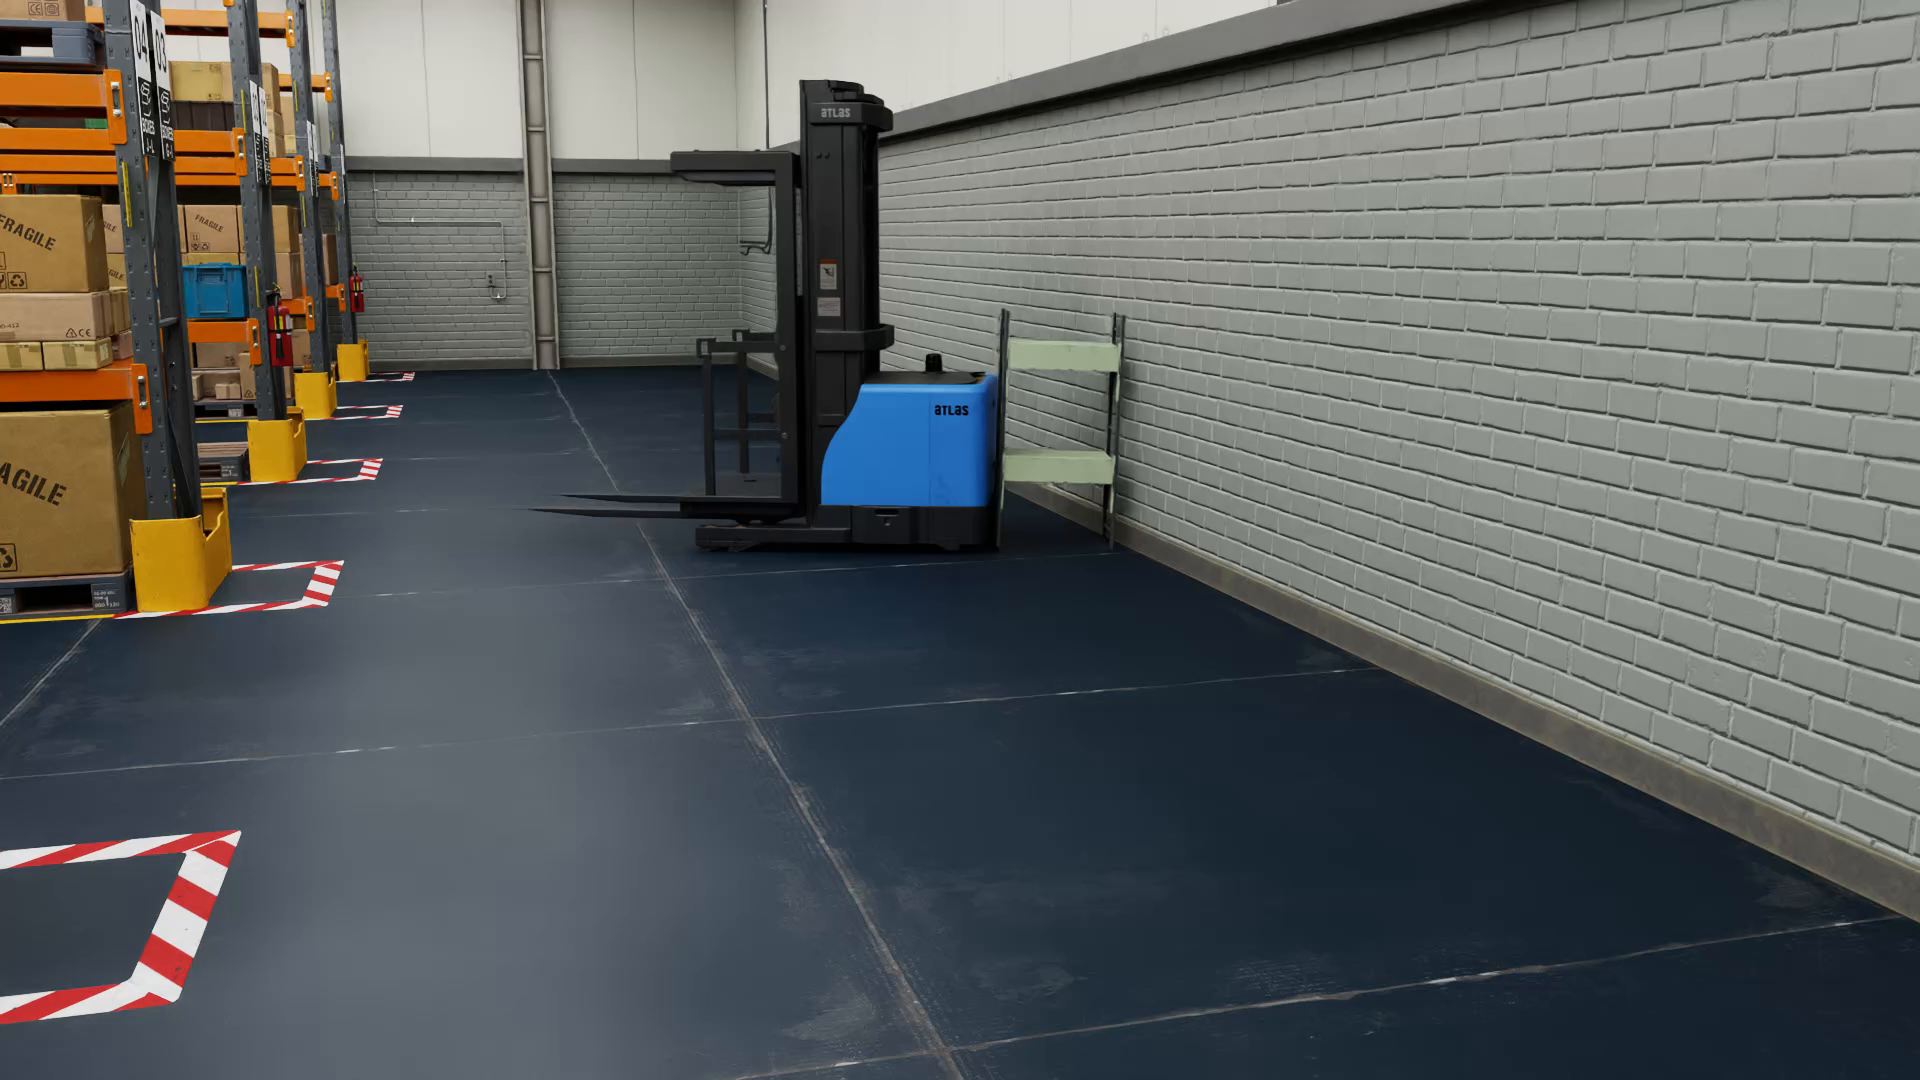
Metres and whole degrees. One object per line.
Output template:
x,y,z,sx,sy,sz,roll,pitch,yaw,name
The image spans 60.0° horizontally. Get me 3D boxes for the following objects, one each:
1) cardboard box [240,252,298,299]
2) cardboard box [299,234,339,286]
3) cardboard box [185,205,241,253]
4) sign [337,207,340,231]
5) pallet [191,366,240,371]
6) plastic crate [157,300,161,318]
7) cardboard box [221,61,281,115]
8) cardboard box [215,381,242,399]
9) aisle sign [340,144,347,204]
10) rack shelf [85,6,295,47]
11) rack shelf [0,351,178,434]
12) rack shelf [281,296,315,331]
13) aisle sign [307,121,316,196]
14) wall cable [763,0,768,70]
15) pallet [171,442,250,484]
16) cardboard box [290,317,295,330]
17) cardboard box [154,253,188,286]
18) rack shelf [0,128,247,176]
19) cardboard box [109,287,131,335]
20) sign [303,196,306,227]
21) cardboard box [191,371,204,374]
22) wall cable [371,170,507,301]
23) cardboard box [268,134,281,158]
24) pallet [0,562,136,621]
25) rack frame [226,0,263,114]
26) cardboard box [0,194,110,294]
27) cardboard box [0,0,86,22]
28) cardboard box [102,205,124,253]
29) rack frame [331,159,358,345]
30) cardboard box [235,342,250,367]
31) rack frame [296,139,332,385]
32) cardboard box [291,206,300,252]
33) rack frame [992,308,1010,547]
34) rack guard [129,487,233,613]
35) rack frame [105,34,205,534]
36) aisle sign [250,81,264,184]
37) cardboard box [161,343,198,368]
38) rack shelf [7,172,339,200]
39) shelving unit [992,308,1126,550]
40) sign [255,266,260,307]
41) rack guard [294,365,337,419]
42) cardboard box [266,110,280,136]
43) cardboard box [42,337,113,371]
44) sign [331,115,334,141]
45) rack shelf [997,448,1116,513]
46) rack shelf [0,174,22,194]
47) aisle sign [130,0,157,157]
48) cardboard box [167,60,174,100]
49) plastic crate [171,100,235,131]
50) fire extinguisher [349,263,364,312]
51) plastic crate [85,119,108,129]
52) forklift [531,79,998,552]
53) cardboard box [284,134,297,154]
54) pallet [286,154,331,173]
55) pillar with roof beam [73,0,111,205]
-7.557,-2.892,18.196,0.500,0.500,0.500,-3,11,-14,cardboard box
-9.078,-3.894,23.085,0.700,0.700,0.980,-3,11,-13,cardboard box
-8.038,-3.358,17.964,0.500,0.500,0.500,-3,11,-14,cardboard box
-8.453,-4.365,22.619,0.005,0.325,0.100,-3,11,-16,sign
-10.506,-2.287,22.889,1.213,0.211,1.003,-3,11,-16,pallet
-6.554,-1.879,13.530,0.243,0.136,0.396,-3,11,-16,plastic crate
-7.692,-4.900,18.057,0.500,0.500,0.700,-3,11,-16,cardboard box
-8.070,-1.661,18.393,0.250,0.166,0.380,-3,11,-16,cardboard box
-8.438,-5.004,22.763,0.004,0.787,0.394,-3,11,-16,aisle sign
-9.123,-5.407,17.558,4.000,0.370,1.077,-3,11,-16,rack shelf
-6.358,-0.736,8.745,4.000,0.370,1.077,-3,11,-16,rack shelf
-9.123,-2.458,18.100,4.000,0.370,1.077,-3,11,-16,rack shelf
-7.052,-4.142,18.079,0.004,0.787,0.394,-3,11,-16,aisle sign
-2.305,-7.435,21.205,0.112,2.526,3.097,-3,11,-16,wall cable
-6.625,-0.645,13.969,1.213,0.211,1.003,-3,11,-16,pallet
-9.308,-2.979,22.897,0.250,0.149,0.380,-3,11,-17,cardboard box
-8.535,-2.841,17.918,0.500,0.500,0.500,-3,11,-15,cardboard box
-7.742,-3.072,13.151,4.000,0.370,1.077,-3,11,-16,rack shelf
-4.974,-1.286,9.339,0.500,0.250,0.500,-3,11,-17,cardboard box
-7.067,-3.540,17.922,0.005,0.325,0.100,-3,11,-16,sign
-8.765,-1.748,18.638,0.500,0.250,0.500,-3,11,-16,cardboard box
-7.626,-4.503,24.415,1.851,1.984,0.084,-3,11,-16,wall cable
-7.623,-4.243,17.937,0.500,0.250,0.500,-3,11,-16,cardboard box
-5.184,0.235,9.189,1.213,0.211,1.003,-3,11,-16,pallet
-5.822,-5.002,13.364,0.127,3.000,1.000,-3,11,-16,rack frame
-4.832,-1.562,8.766,0.500,0.500,0.500,-3,11,-15,cardboard box
-4.922,-2.935,8.709,0.500,0.500,0.700,-4,11,-19,cardboard box
-9.028,-3.305,17.676,0.500,0.500,0.500,-3,11,-14,cardboard box
-8.591,-3.774,23.262,0.127,3.000,1.000,-3,11,-16,rack frame
-9.716,-2.673,23.026,0.500,0.500,0.700,-3,11,-16,cardboard box
-7.203,-2.913,18.585,0.127,3.000,1.000,-3,11,-16,rack frame
-7.703,-3.477,18.613,0.500,0.500,0.500,-3,11,-14,cardboard box
0.262,-0.731,10.729,0.023,1.500,0.400,2,10,-3,rack frame
-4.415,0.037,9.463,0.348,0.500,1.175,-3,11,-16,rack guard
-4.438,-1.191,9.230,0.127,3.000,1.000,-3,11,-16,rack frame
-5.671,-3.283,13.415,0.004,0.787,0.394,-3,11,-16,aisle sign
-10.708,-2.619,22.733,0.500,0.500,0.700,-3,11,-15,cardboard box
-10.511,-4.794,22.506,4.000,0.370,1.077,-3,11,-16,rack shelf
0.628,-0.721,10.749,0.755,1.500,0.431,2,10,-3,shelving unit
-5.653,-2.037,13.377,0.005,0.325,0.100,-3,11,-16,sign
-7.276,-1.680,18.791,0.348,0.500,1.175,-3,11,-16,rack guard
-7.625,-4.490,17.900,0.500,0.250,0.500,-3,11,-16,cardboard box
-4.688,-0.992,8.844,0.250,0.149,0.380,-3,11,-15,cardboard box
-8.453,-5.551,22.401,0.005,0.325,0.100,-3,11,-16,sign
0.616,-0.400,10.805,0.720,0.370,0.431,2,10,-3,rack shelf
-14.352,-4.592,21.406,4.000,0.370,1.077,-3,11,-16,rack shelf
-4.285,-2.421,8.731,0.004,0.787,0.394,-3,11,-16,aisle sign
-8.646,-4.846,17.761,0.500,0.500,0.700,-3,11,-16,cardboard box
-6.270,-3.492,13.804,0.590,0.269,0.497,-3,11,-16,plastic crate
-8.317,-3.480,22.908,0.183,0.674,0.296,-3,11,-16,fire extinguisher
-6.689,-3.323,13.114,0.336,0.188,0.450,-3,11,-16,plastic crate
-1.282,-1.460,10.880,3.031,2.935,1.130,1,10,5,forklift
-9.220,-5.348,22.505,0.500,0.250,0.500,-3,11,-14,cardboard box
-9.301,-5.166,22.784,1.213,0.211,1.003,-3,11,-16,pallet
-10.798,-5.959,18.563,0.400,9.000,9.100,-3,11,-16,pillar with roof beam
